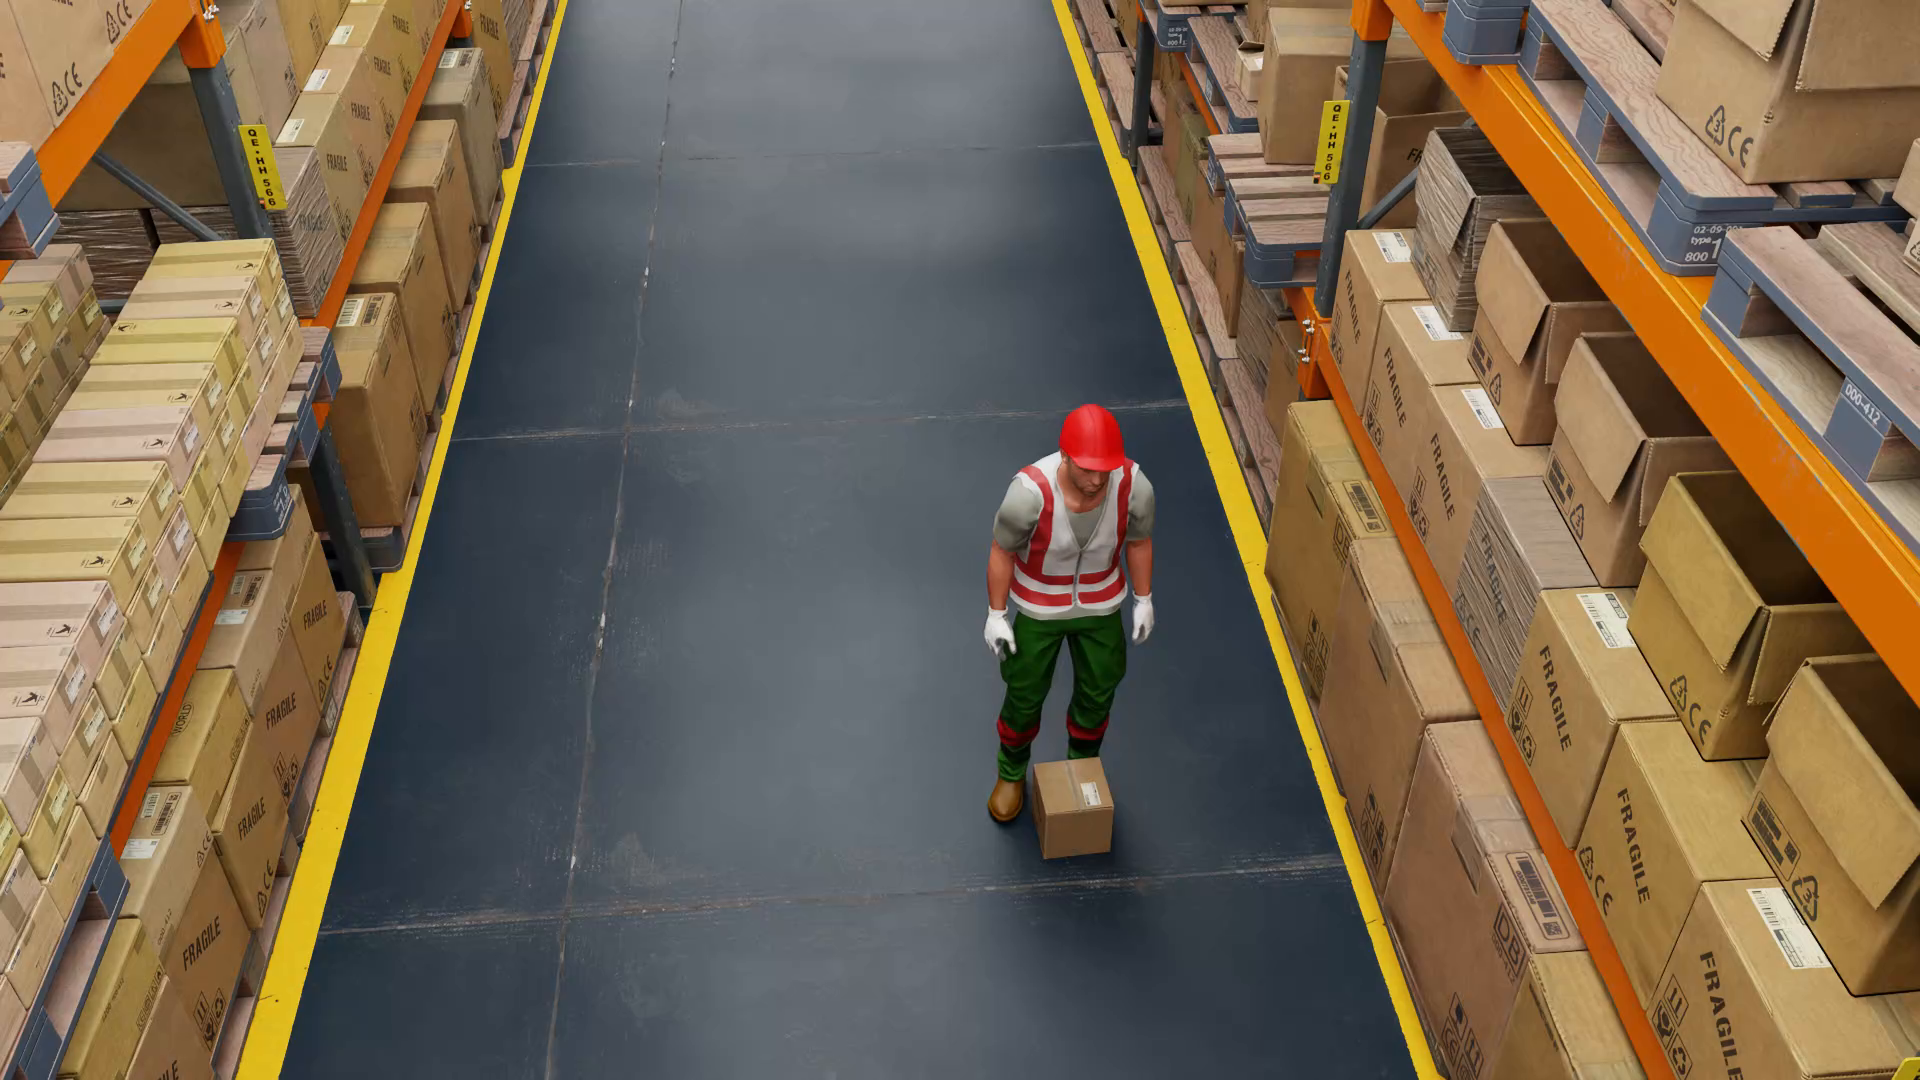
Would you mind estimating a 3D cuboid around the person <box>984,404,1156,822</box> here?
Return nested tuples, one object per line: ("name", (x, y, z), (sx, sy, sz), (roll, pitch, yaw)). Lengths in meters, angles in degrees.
("person", (0.387, 0.253, 5.827), (0.619, 1.779, 0.449), (-5, 39, -7))
